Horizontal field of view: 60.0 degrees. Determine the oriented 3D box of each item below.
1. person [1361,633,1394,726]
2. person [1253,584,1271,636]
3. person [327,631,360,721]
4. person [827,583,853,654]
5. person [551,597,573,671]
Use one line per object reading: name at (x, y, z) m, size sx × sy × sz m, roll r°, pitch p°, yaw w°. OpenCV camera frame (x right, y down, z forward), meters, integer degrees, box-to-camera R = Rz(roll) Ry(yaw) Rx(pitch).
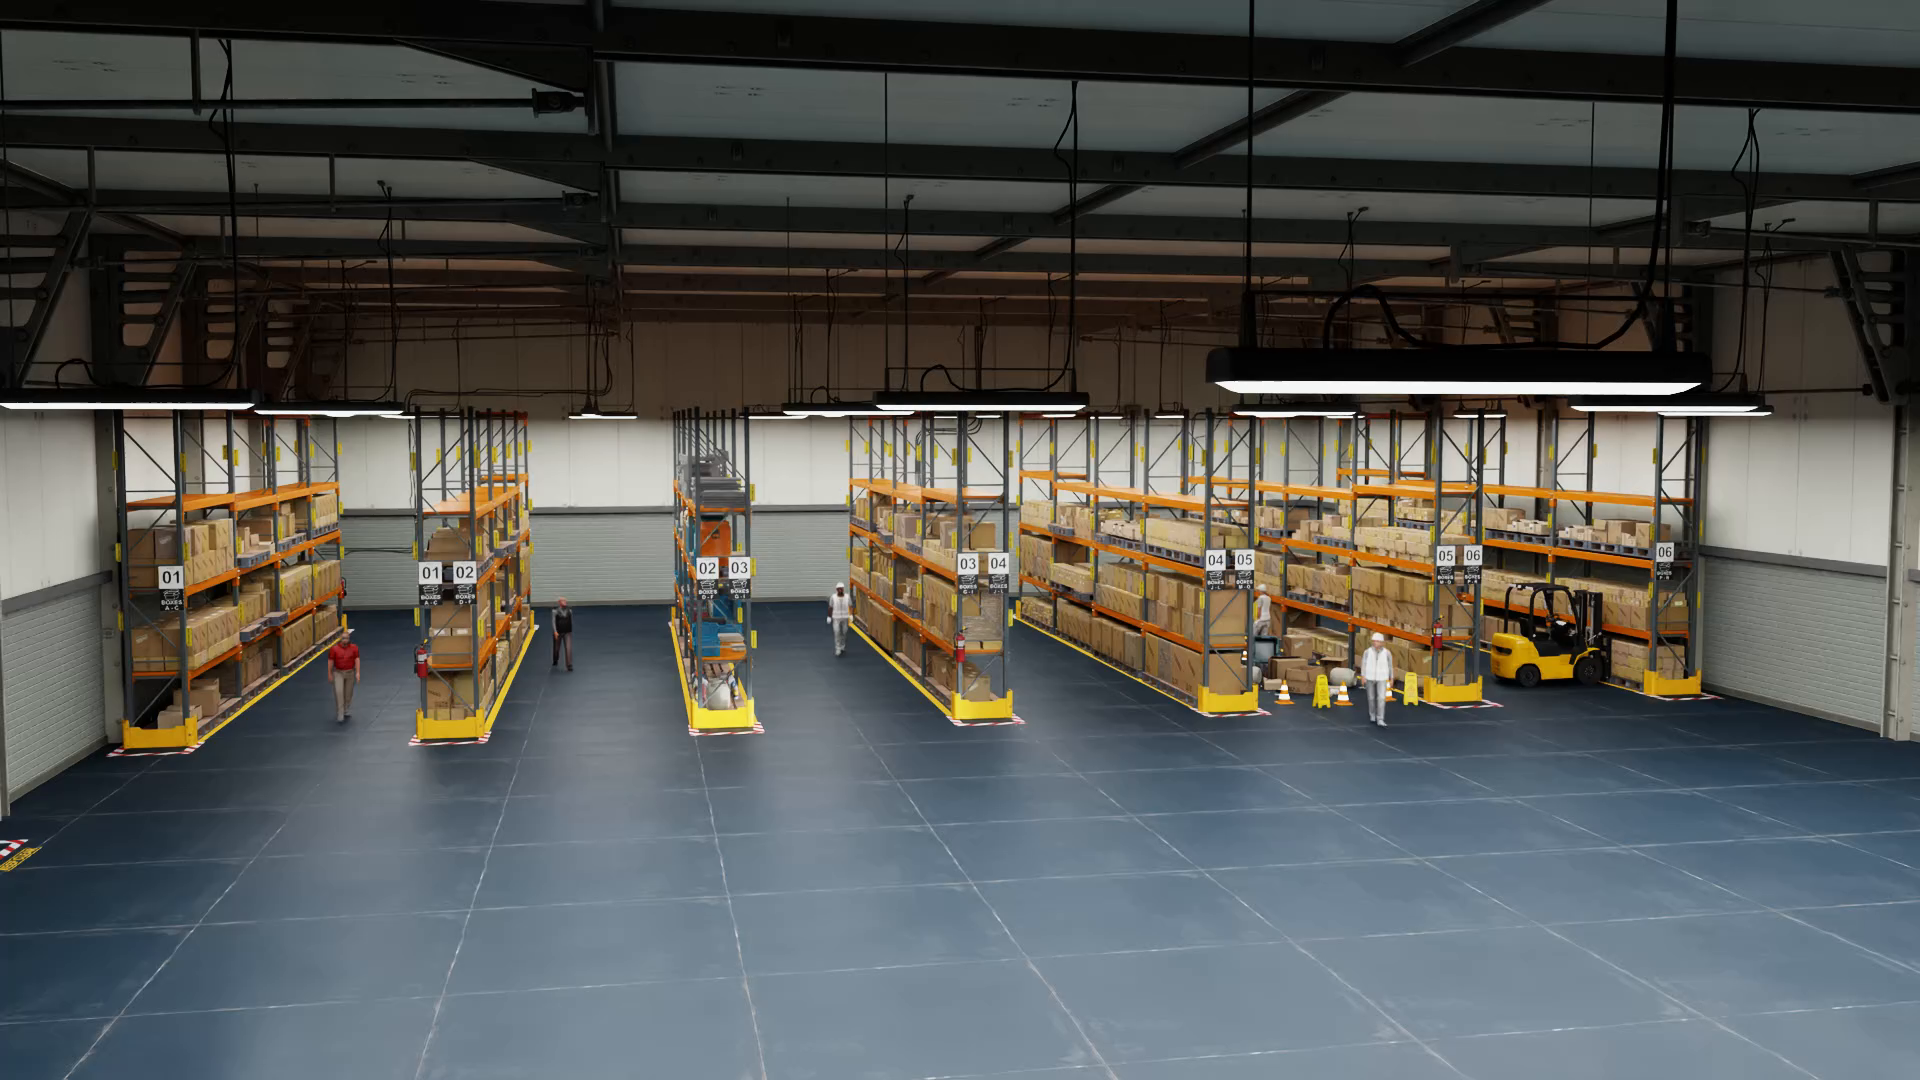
person at (7.848, 2.614, 31.339) m, size 0.563 × 1.719 × 0.989 m, roll 2°, pitch 4°, yaw 23°
person at (7.344, 1.965, 40.287) m, size 0.593 × 1.790 × 0.467 m, roll -4°, pitch 6°, yaw -44°
person at (-11.807, 2.589, 31.913) m, size 0.575 × 1.671 × 1.035 m, roll -3°, pitch 5°, yaw -32°
person at (-2.932, 1.915, 40.968) m, size 0.613 × 1.714 × 1.054 m, roll -1°, pitch 4°, yaw -15°
person at (-9.165, 2.148, 38.299) m, size 0.507 × 1.682 × 1.017 m, roll -2°, pitch 4°, yaw -20°
